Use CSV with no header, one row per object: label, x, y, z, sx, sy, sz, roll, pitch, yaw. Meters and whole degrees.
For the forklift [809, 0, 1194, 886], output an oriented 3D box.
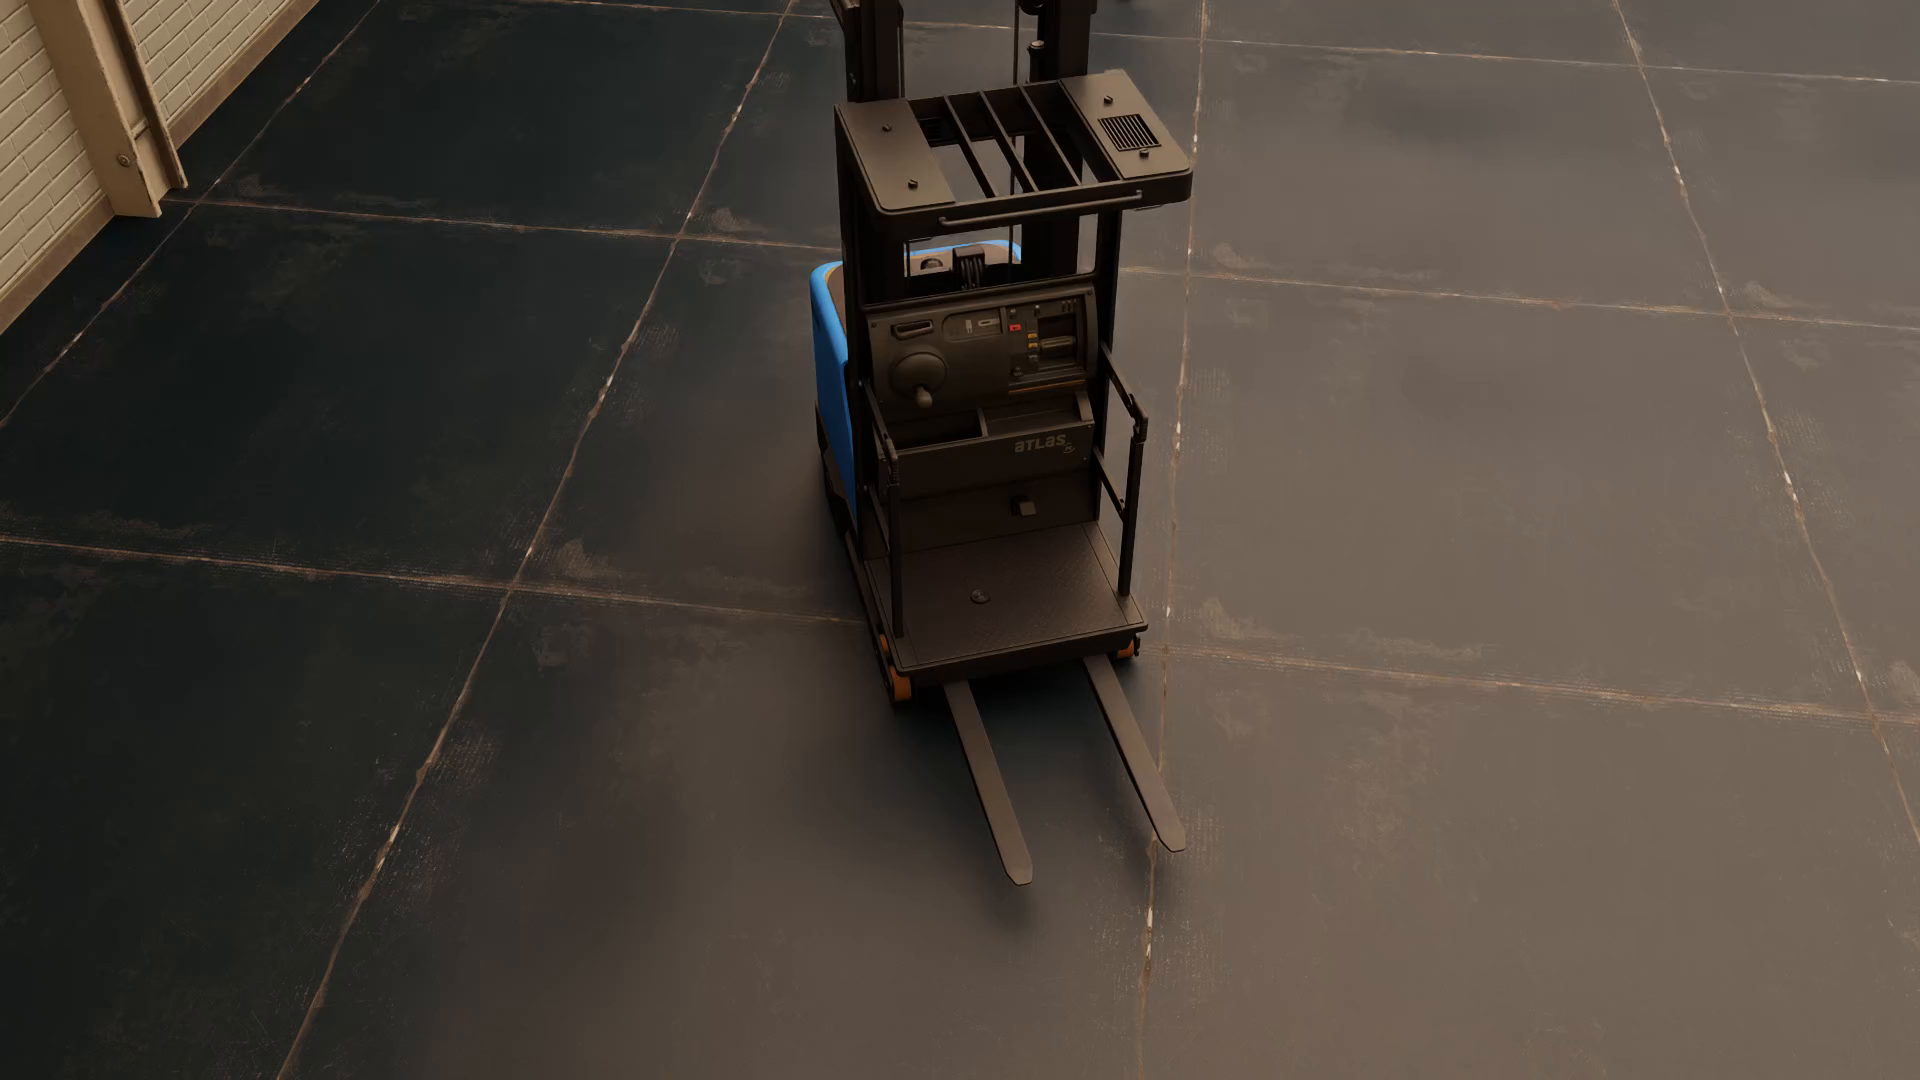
forklift,0.153,-0.681,6.465,1.130,2.935,3.031,-10,44,-11
